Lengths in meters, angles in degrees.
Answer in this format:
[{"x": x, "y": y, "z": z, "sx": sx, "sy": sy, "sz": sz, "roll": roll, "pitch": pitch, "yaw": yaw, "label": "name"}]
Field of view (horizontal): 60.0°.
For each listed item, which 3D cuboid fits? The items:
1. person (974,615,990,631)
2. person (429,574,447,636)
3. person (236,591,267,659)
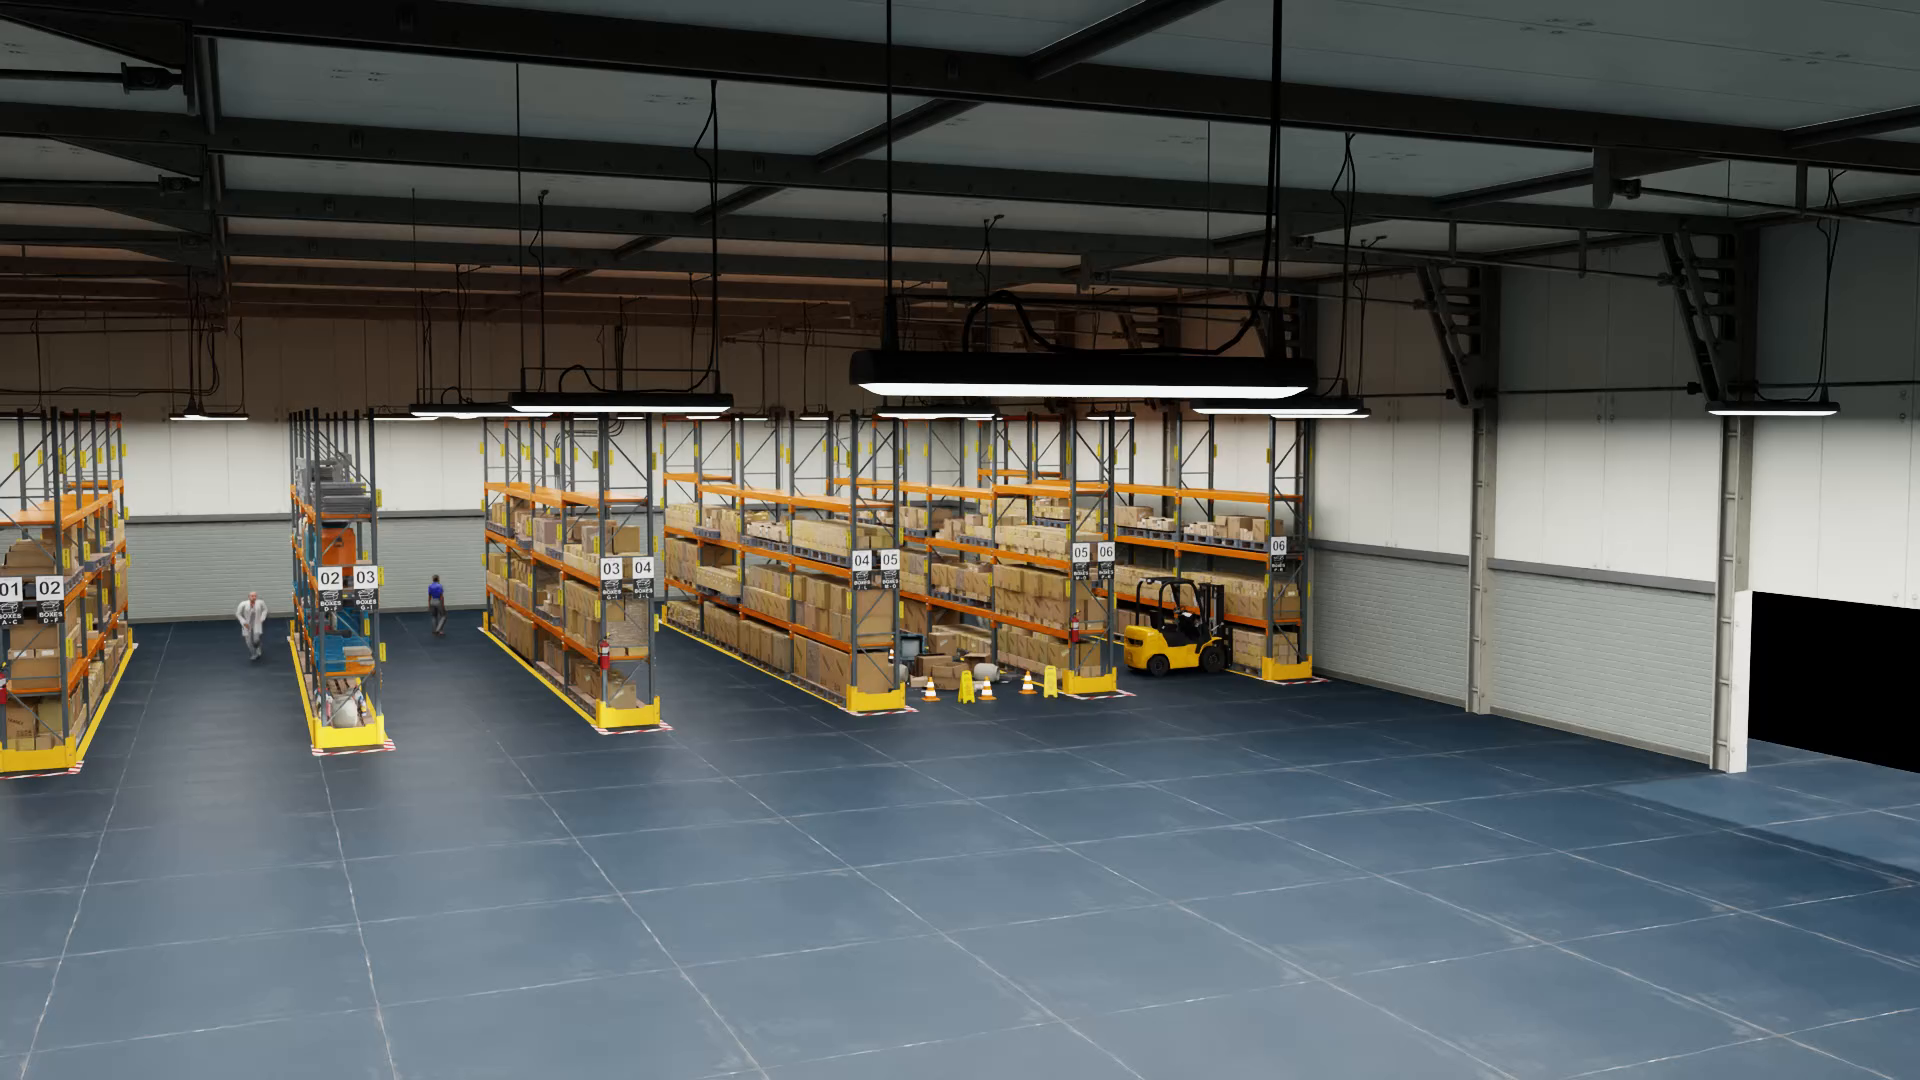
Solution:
[{"x": 0.632, "y": 1.732, "z": 45.286, "sx": 0.361, "sy": 1.718, "sz": 0.500, "roll": 3, "pitch": 5, "yaw": 40, "label": "person"}, {"x": -14.100, "y": 1.760, "z": 44.791, "sx": 0.517, "sy": 1.660, "sz": 0.426, "roll": 1, "pitch": 4, "yaw": 19, "label": "person"}, {"x": -17.168, "y": 2.068, "z": 40.327, "sx": 0.673, "sy": 1.682, "sz": 0.669, "roll": -1, "pitch": 4, "yaw": -14, "label": "person"}]
